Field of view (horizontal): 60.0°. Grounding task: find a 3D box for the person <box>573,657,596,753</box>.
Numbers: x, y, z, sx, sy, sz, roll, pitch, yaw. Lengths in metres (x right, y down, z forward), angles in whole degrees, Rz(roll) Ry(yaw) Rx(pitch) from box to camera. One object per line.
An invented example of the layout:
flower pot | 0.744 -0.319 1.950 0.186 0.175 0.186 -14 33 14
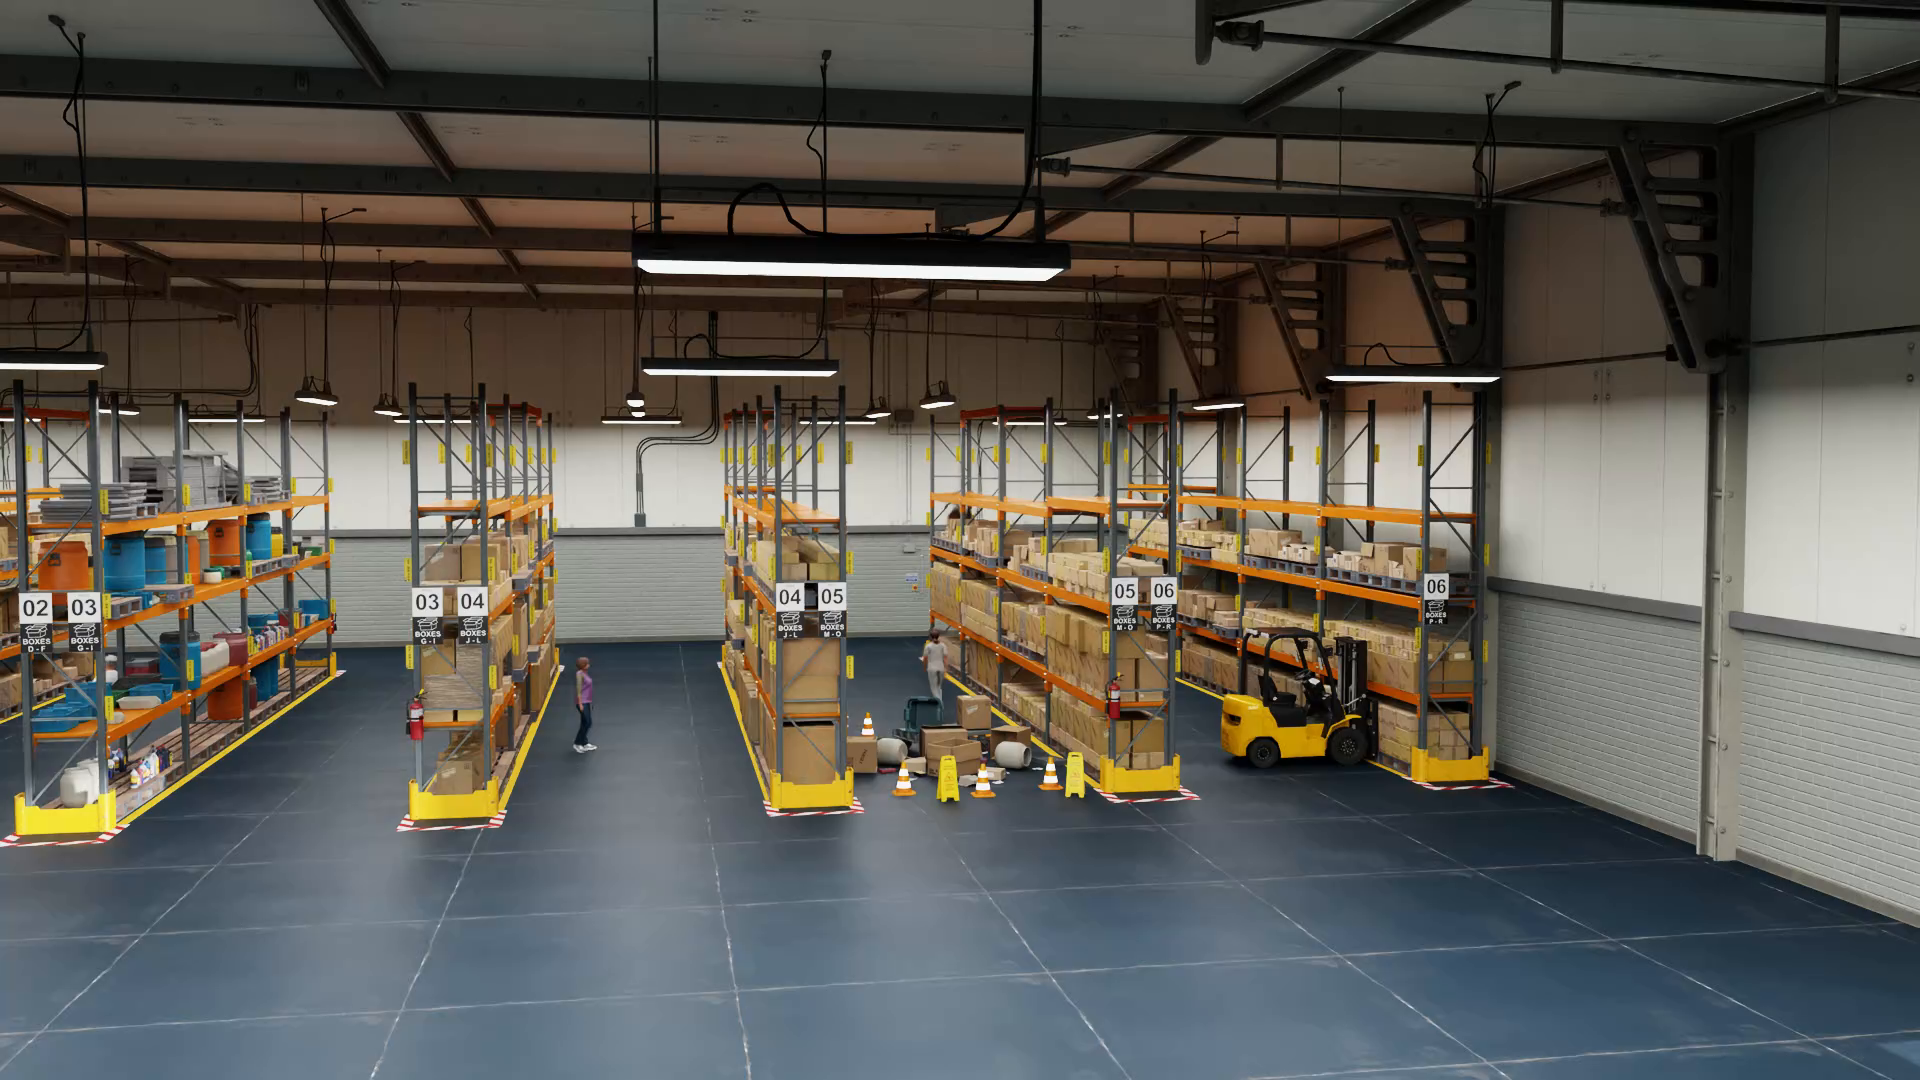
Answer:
person | -6.367 2.781 28.226 0.358 1.607 0.477 0 3 2

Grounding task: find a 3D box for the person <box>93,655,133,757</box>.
person | -13.670 2.758 26.862 0.617 1.776 0.437 -2 4 -41

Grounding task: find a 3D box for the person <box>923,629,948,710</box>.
person | -0.484 2.544 31.946 0.440 1.699 0.593 -1 3 -25
